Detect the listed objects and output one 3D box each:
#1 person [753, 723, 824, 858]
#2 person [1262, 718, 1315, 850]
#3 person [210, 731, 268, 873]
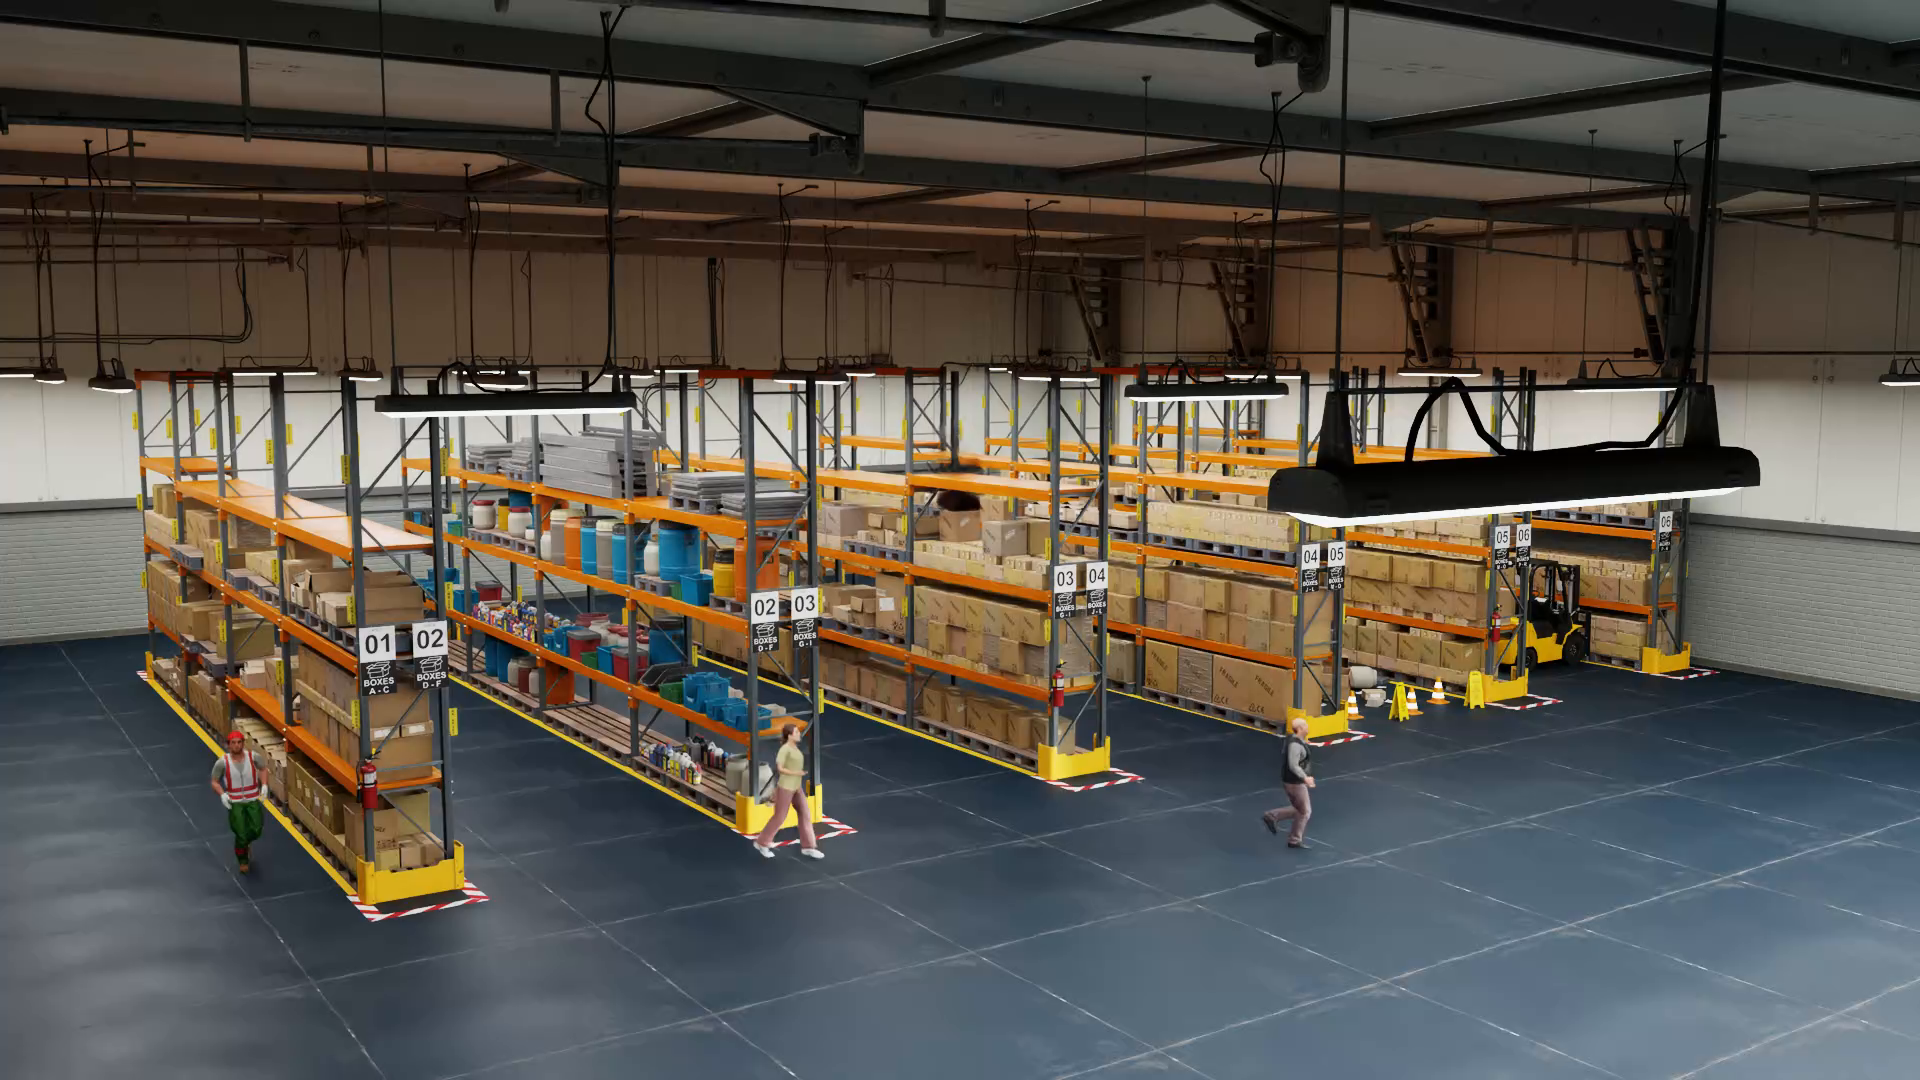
[{"bbox_3d":[-2.106,3.123,20.834,0.886,1.671,0.605,2,7,16],"label":"person"},{"bbox_3d":[4.198,3.106,21.270,0.651,1.703,0.668,0,6,4],"label":"person"},{"bbox_3d":[-8.757,3.184,20.279,0.661,1.745,0.548,-4,8,-32],"label":"person"}]
